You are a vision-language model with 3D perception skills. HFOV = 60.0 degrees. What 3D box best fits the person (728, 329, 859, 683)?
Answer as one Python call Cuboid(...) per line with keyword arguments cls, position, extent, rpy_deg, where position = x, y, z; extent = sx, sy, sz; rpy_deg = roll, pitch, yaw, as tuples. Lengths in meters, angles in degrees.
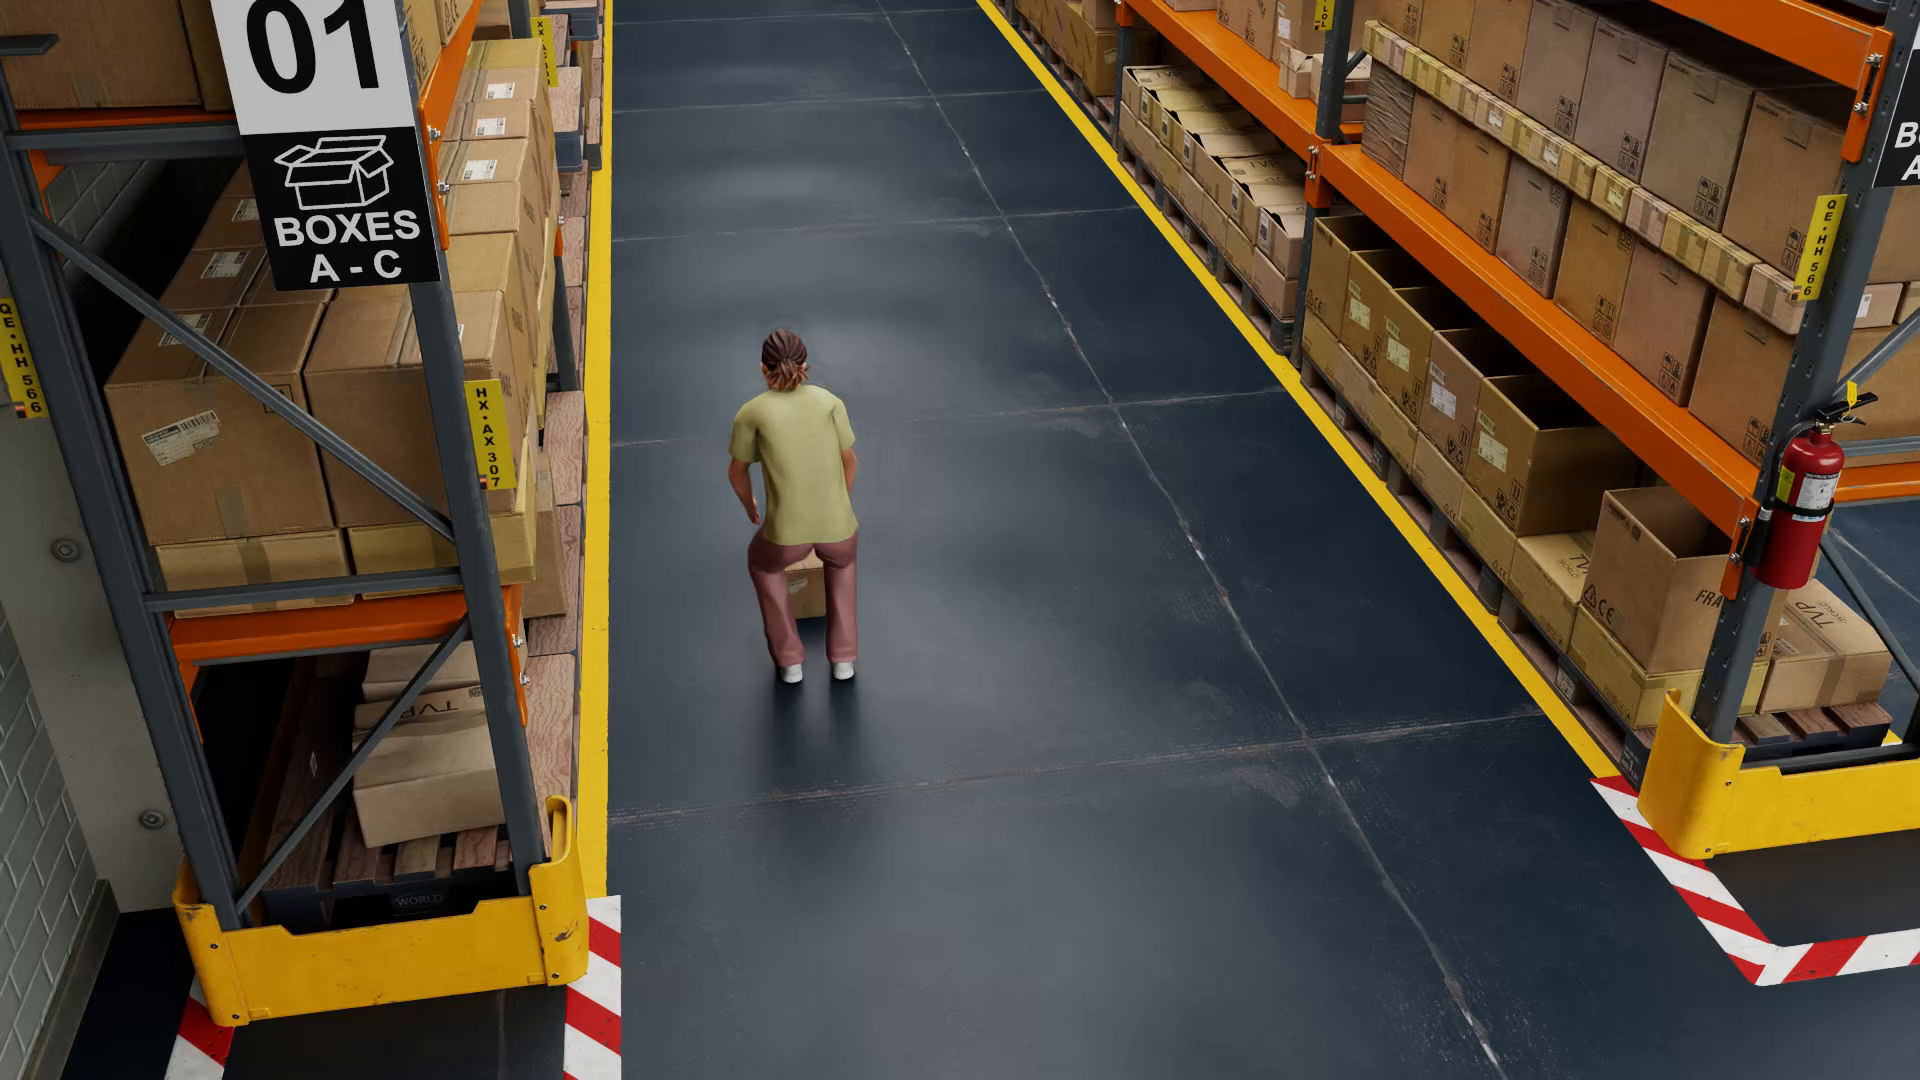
Cuboid(cls="person", position=(-0.648, -0.105, 6.594), extent=(0.510, 1.390, 0.635), rpy_deg=(-5, 31, -9))
